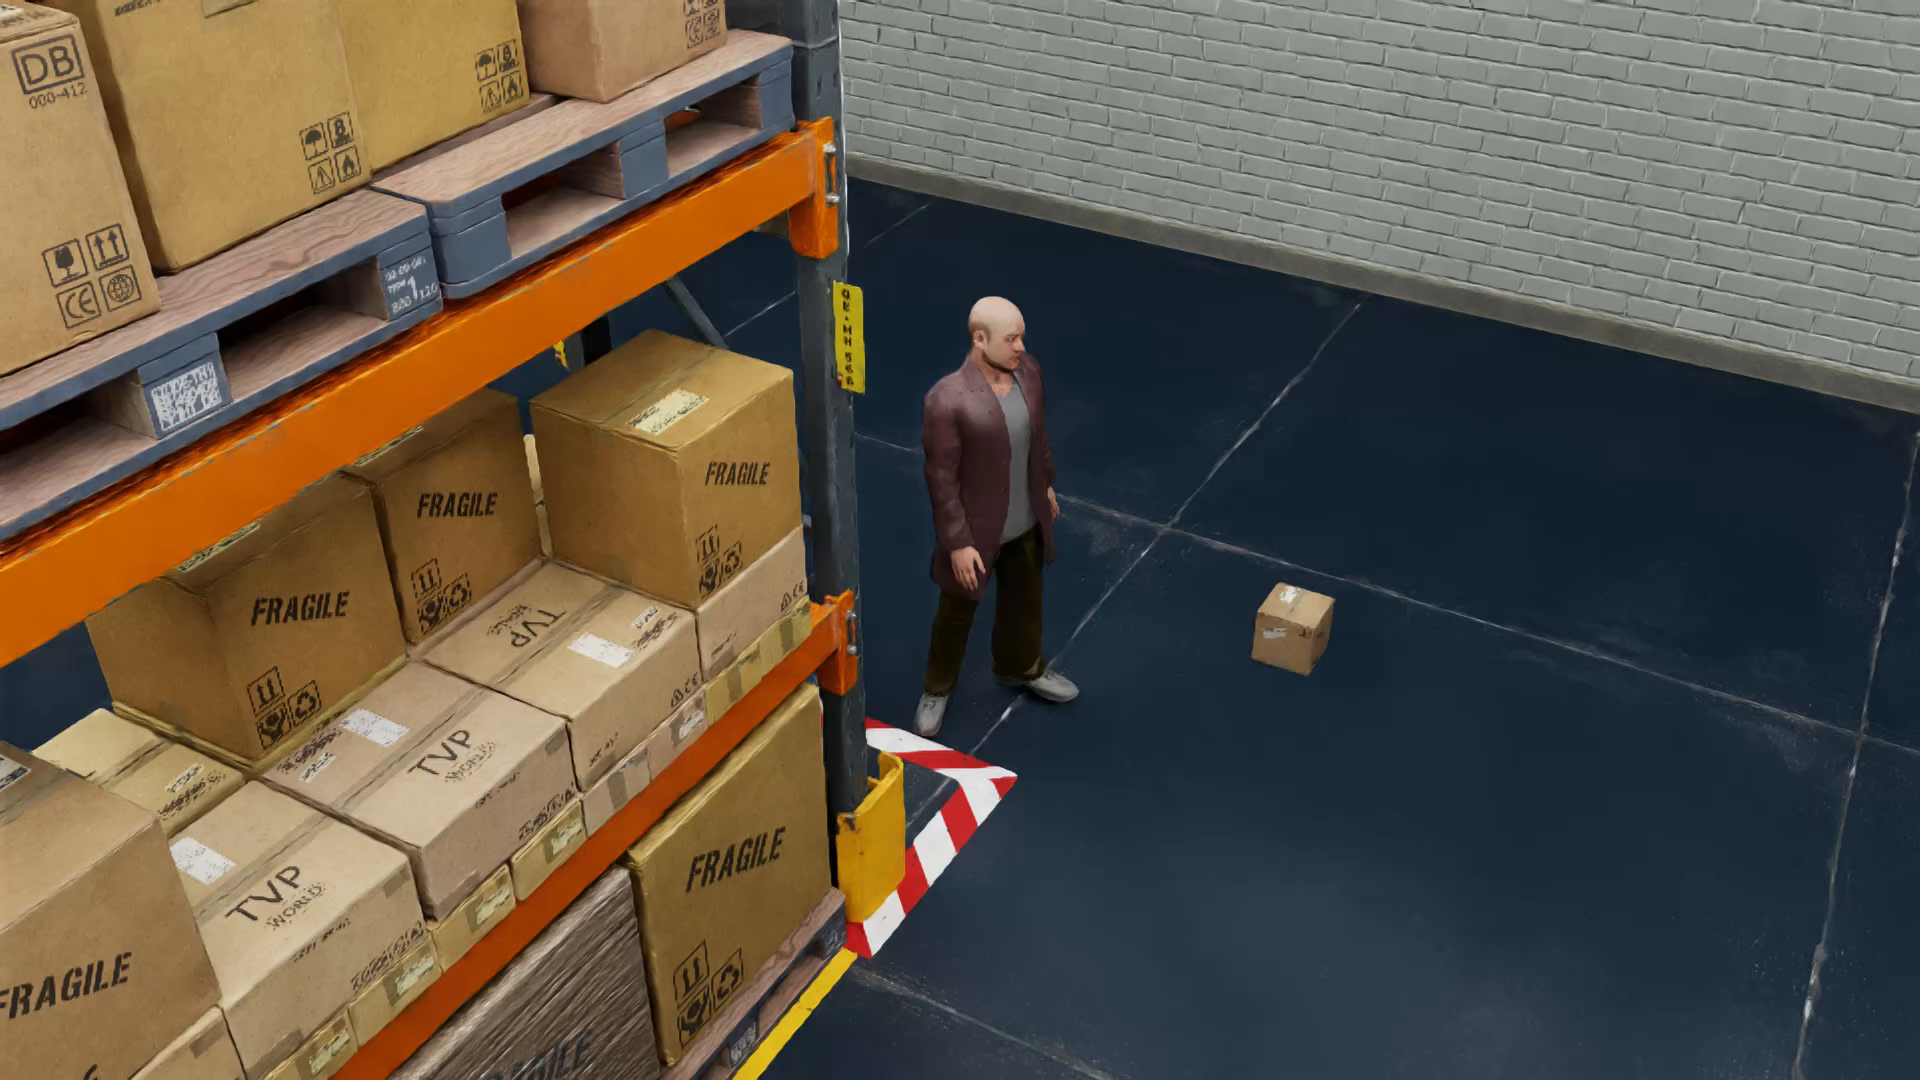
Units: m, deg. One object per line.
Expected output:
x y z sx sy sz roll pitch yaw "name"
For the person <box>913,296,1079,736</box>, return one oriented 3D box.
0.107 -0.079 6.237 0.718 1.782 0.431 -23 40 -30 "person"
